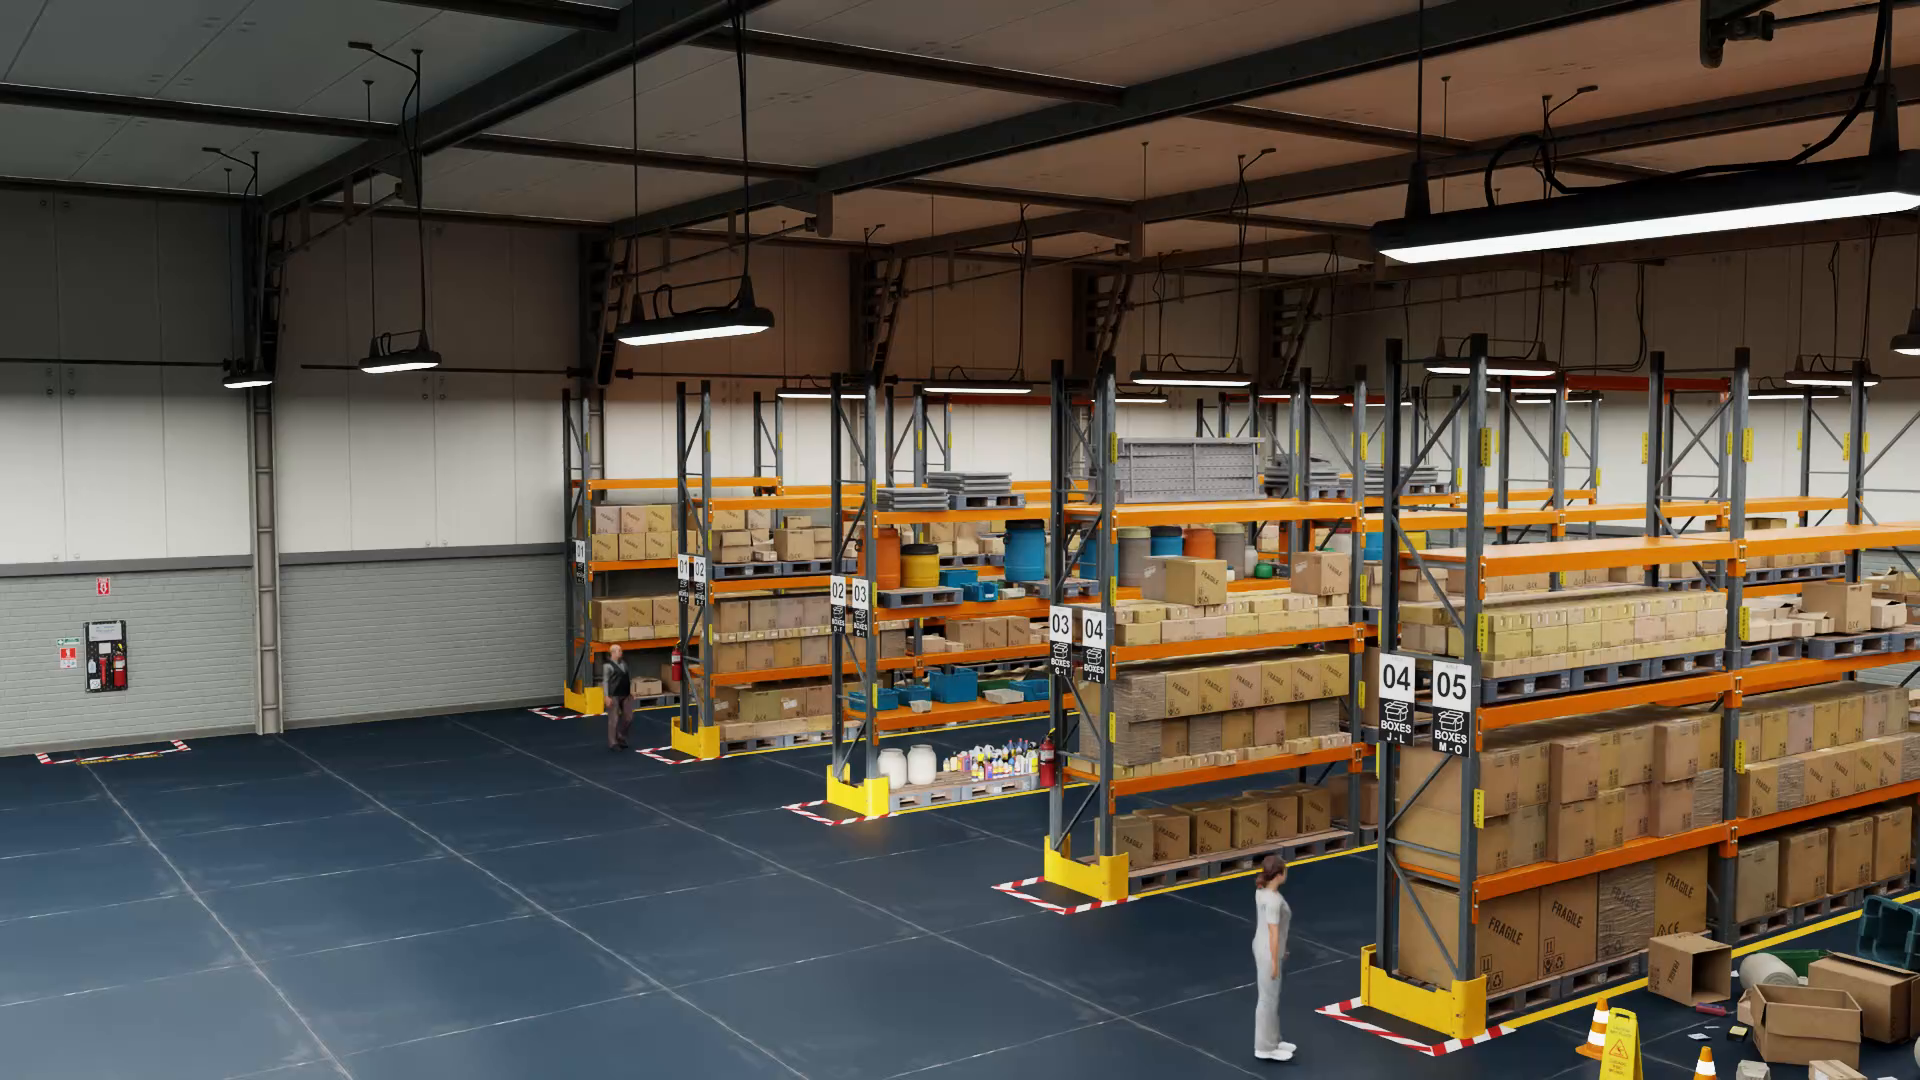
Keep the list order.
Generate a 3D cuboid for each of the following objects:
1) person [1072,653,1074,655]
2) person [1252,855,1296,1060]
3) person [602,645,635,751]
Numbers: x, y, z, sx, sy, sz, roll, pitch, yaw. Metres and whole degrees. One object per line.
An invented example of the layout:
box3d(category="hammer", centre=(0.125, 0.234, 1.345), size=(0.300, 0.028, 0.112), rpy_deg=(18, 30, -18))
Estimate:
box3d(category="person", centre=(2.127, 2.117, 33.534), size=(0.571, 1.809, 0.507), rpy_deg=(-2, 4, -23))
box3d(category="person", centre=(2.603, 3.433, 13.734), size=(0.385, 1.683, 0.453), rpy_deg=(0, 4, 3))
box3d(category="person", centre=(-5.605, 2.572, 27.180), size=(0.491, 1.734, 0.595), rpy_deg=(3, 5, 37))
